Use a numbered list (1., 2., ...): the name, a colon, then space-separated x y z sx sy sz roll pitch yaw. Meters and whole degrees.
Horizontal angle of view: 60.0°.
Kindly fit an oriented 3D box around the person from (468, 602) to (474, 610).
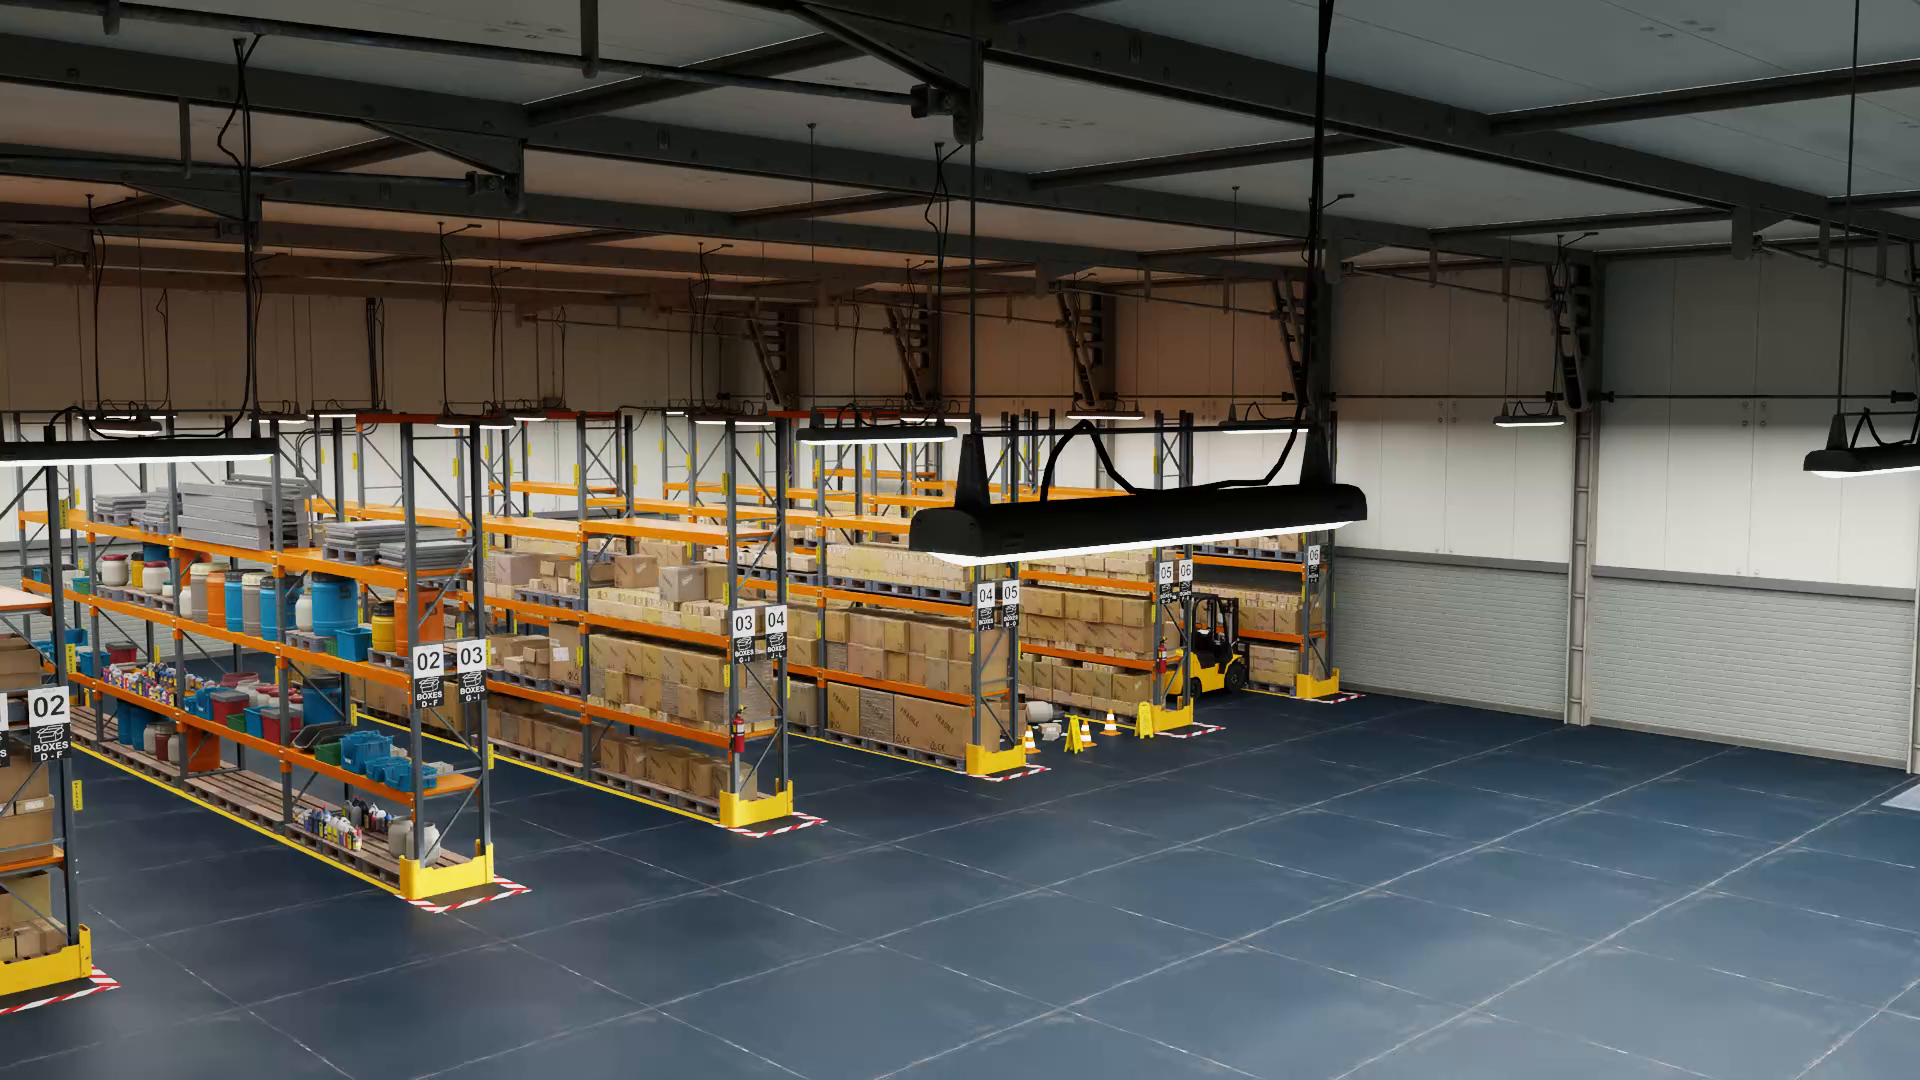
1. person: -11.910 2.067 39.915 0.704 1.660 0.554 4 7 42
